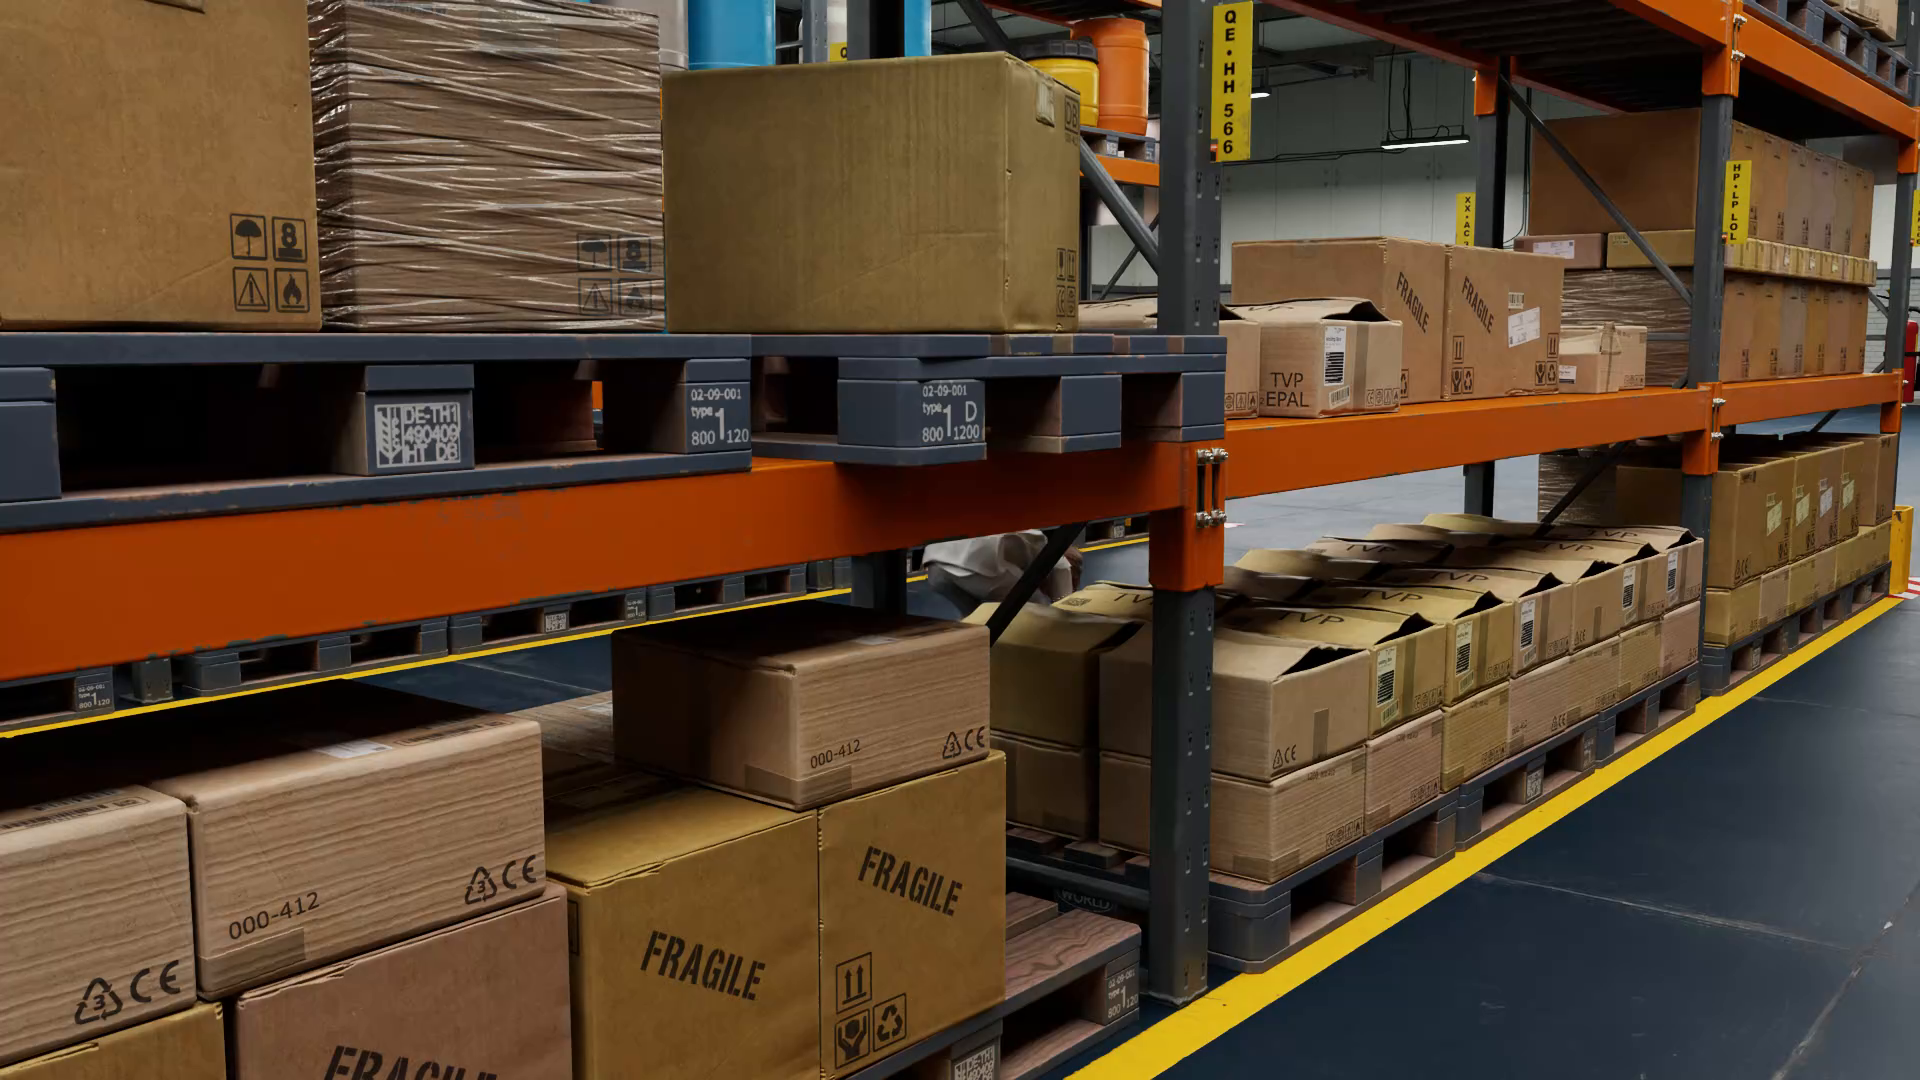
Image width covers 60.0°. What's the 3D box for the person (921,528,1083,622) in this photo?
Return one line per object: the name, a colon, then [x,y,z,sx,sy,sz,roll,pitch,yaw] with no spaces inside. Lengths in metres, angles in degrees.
person: [0.191,0.291,6.572,0.461,0.847,0.855,5,9,36]
